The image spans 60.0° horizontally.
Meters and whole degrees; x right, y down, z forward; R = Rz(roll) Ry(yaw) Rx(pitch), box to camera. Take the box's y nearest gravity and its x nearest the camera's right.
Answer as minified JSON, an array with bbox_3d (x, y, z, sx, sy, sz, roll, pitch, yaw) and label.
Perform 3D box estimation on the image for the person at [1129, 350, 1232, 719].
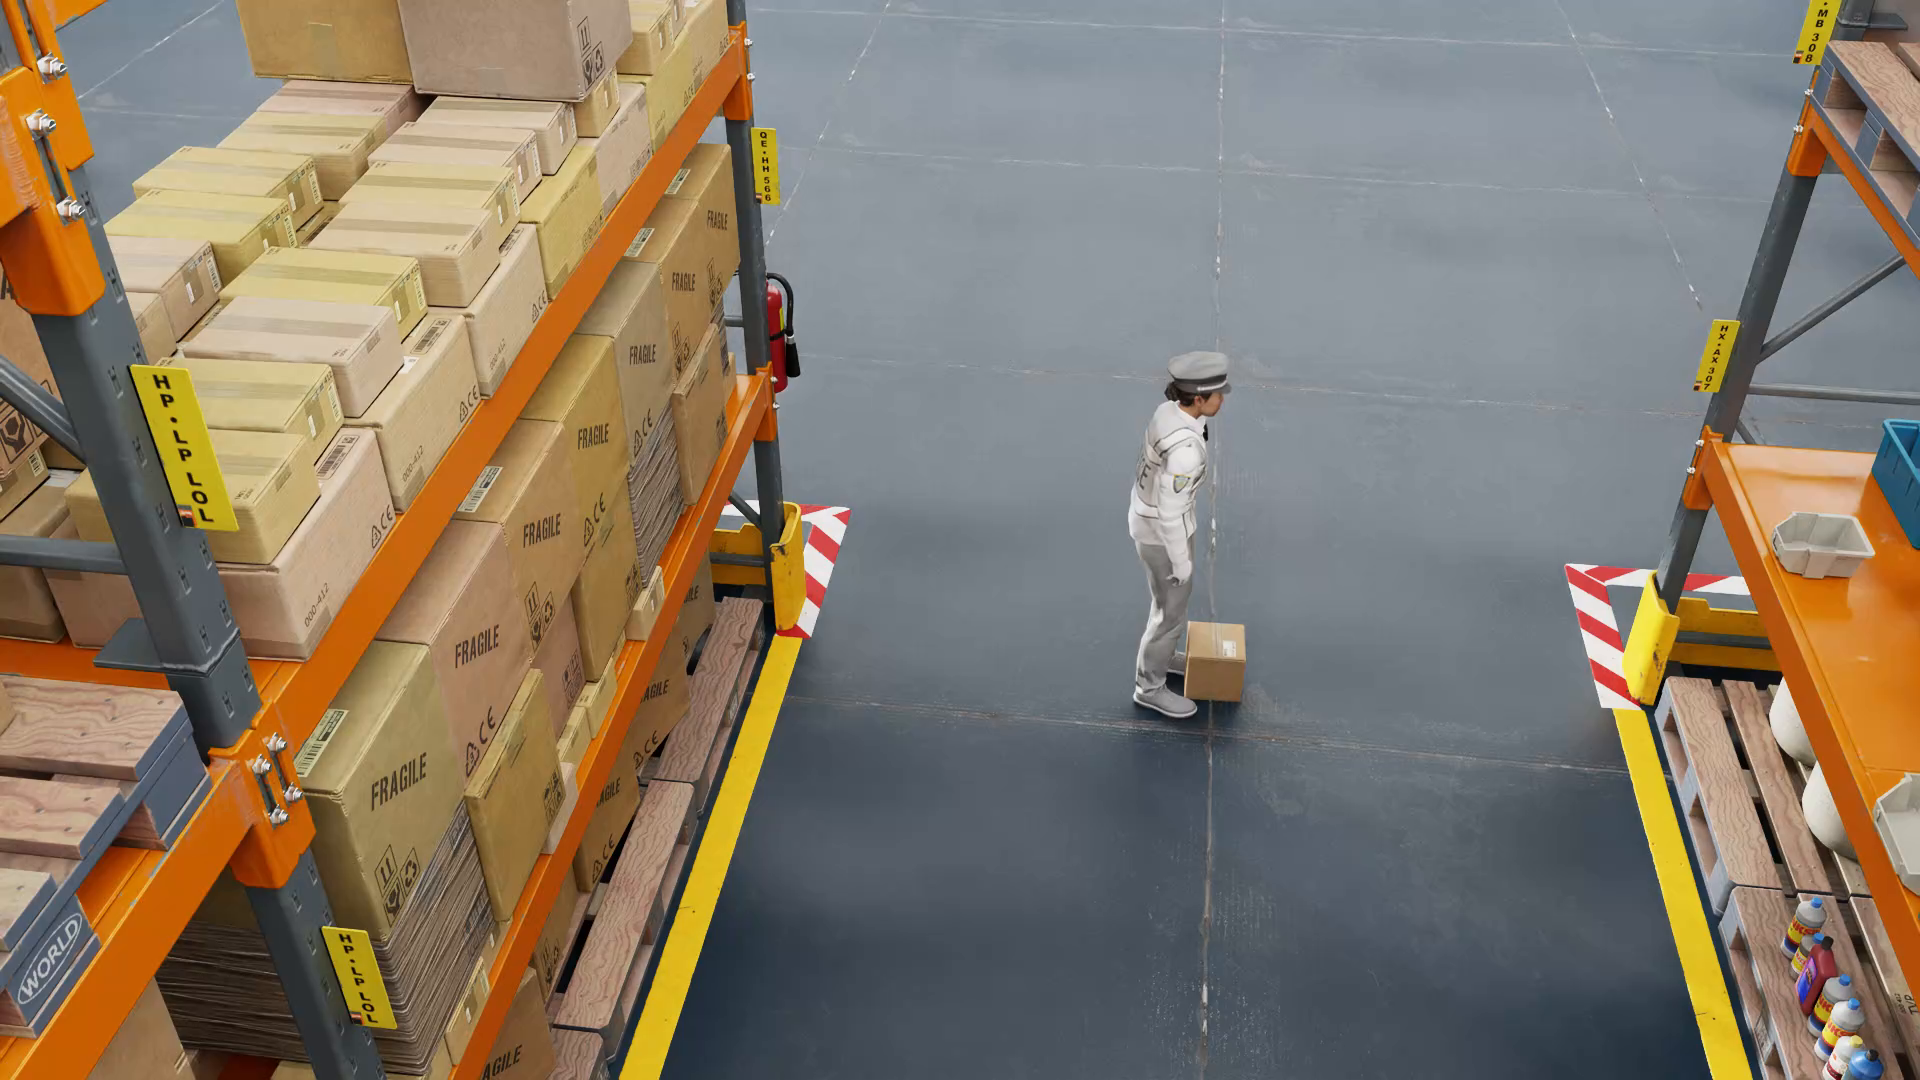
[{"bbox_3d":[0.925,-0.040,7.087,0.412,1.665,0.547,2,36,3],"label":"person"}]
